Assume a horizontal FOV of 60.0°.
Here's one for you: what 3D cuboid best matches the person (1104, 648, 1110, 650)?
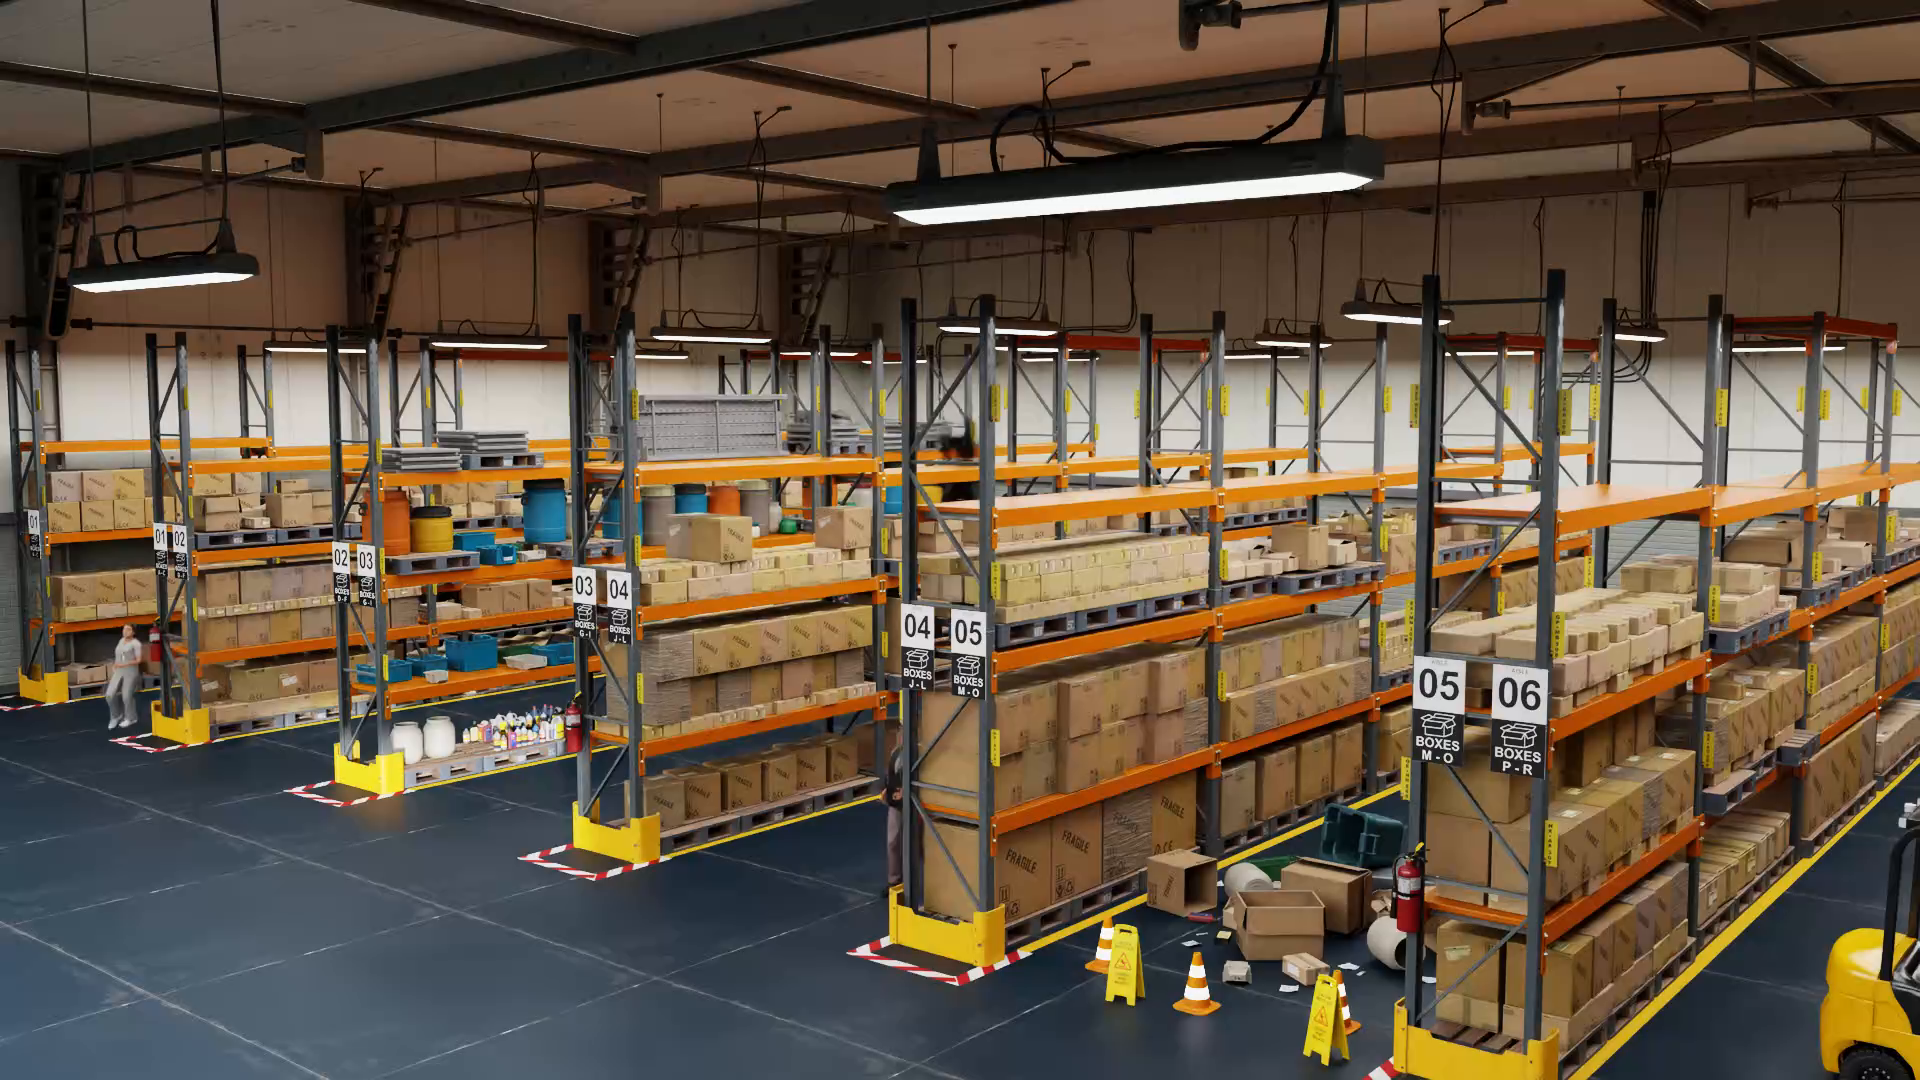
[{"bbox_3d":[2.076,2.209,23.007,0.662,1.776,0.984,3,6,29],"label":"person"}]

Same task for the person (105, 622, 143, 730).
[{"bbox_3d":[-12.717,2.065,25.392,0.580,1.656,0.625,1,5,9],"label":"person"}]

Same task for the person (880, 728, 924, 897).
[{"bbox_3d":[-0.530,2.758,17.153,0.672,1.716,0.855,4,6,36],"label":"person"}]
